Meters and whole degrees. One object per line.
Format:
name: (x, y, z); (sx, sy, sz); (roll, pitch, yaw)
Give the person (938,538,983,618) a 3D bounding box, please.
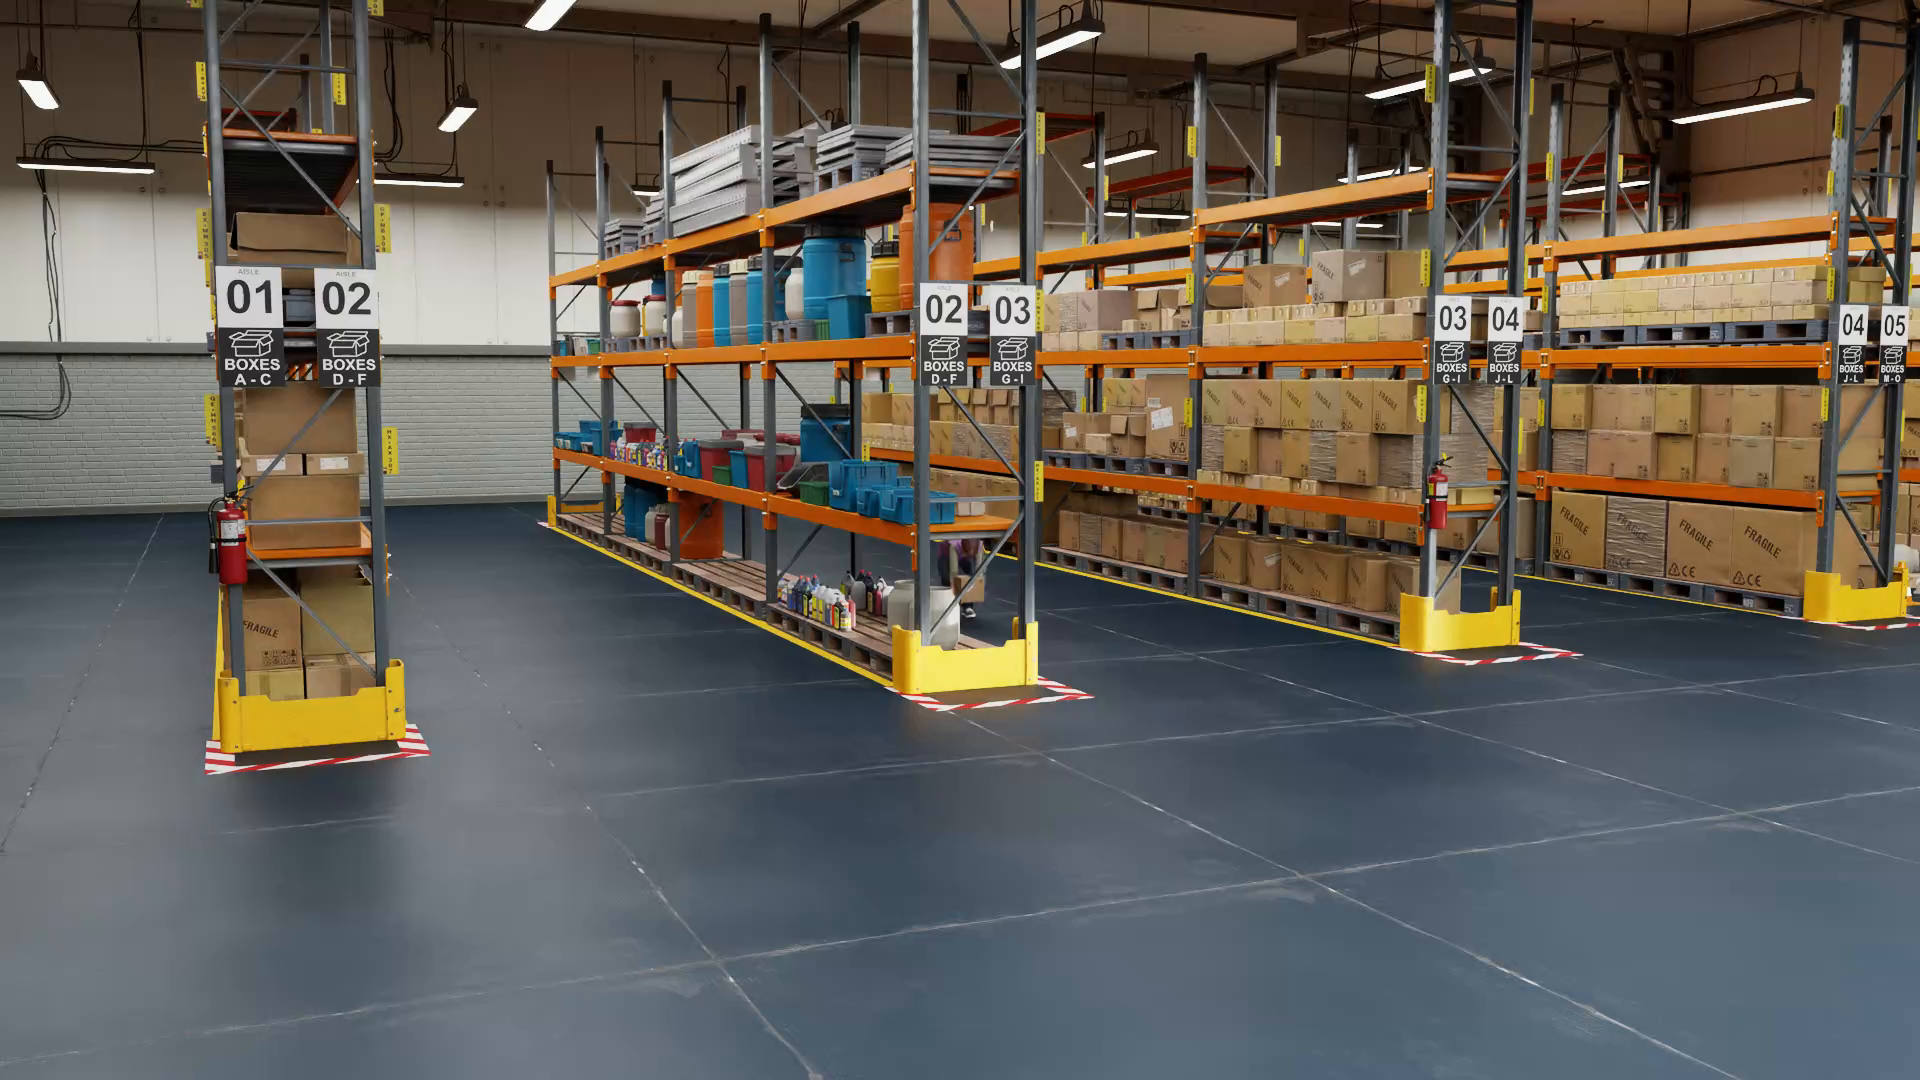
person: (0.016, 0.342, 17.073); (0.416, 0.945, 0.861); (-1, 6, -14)
